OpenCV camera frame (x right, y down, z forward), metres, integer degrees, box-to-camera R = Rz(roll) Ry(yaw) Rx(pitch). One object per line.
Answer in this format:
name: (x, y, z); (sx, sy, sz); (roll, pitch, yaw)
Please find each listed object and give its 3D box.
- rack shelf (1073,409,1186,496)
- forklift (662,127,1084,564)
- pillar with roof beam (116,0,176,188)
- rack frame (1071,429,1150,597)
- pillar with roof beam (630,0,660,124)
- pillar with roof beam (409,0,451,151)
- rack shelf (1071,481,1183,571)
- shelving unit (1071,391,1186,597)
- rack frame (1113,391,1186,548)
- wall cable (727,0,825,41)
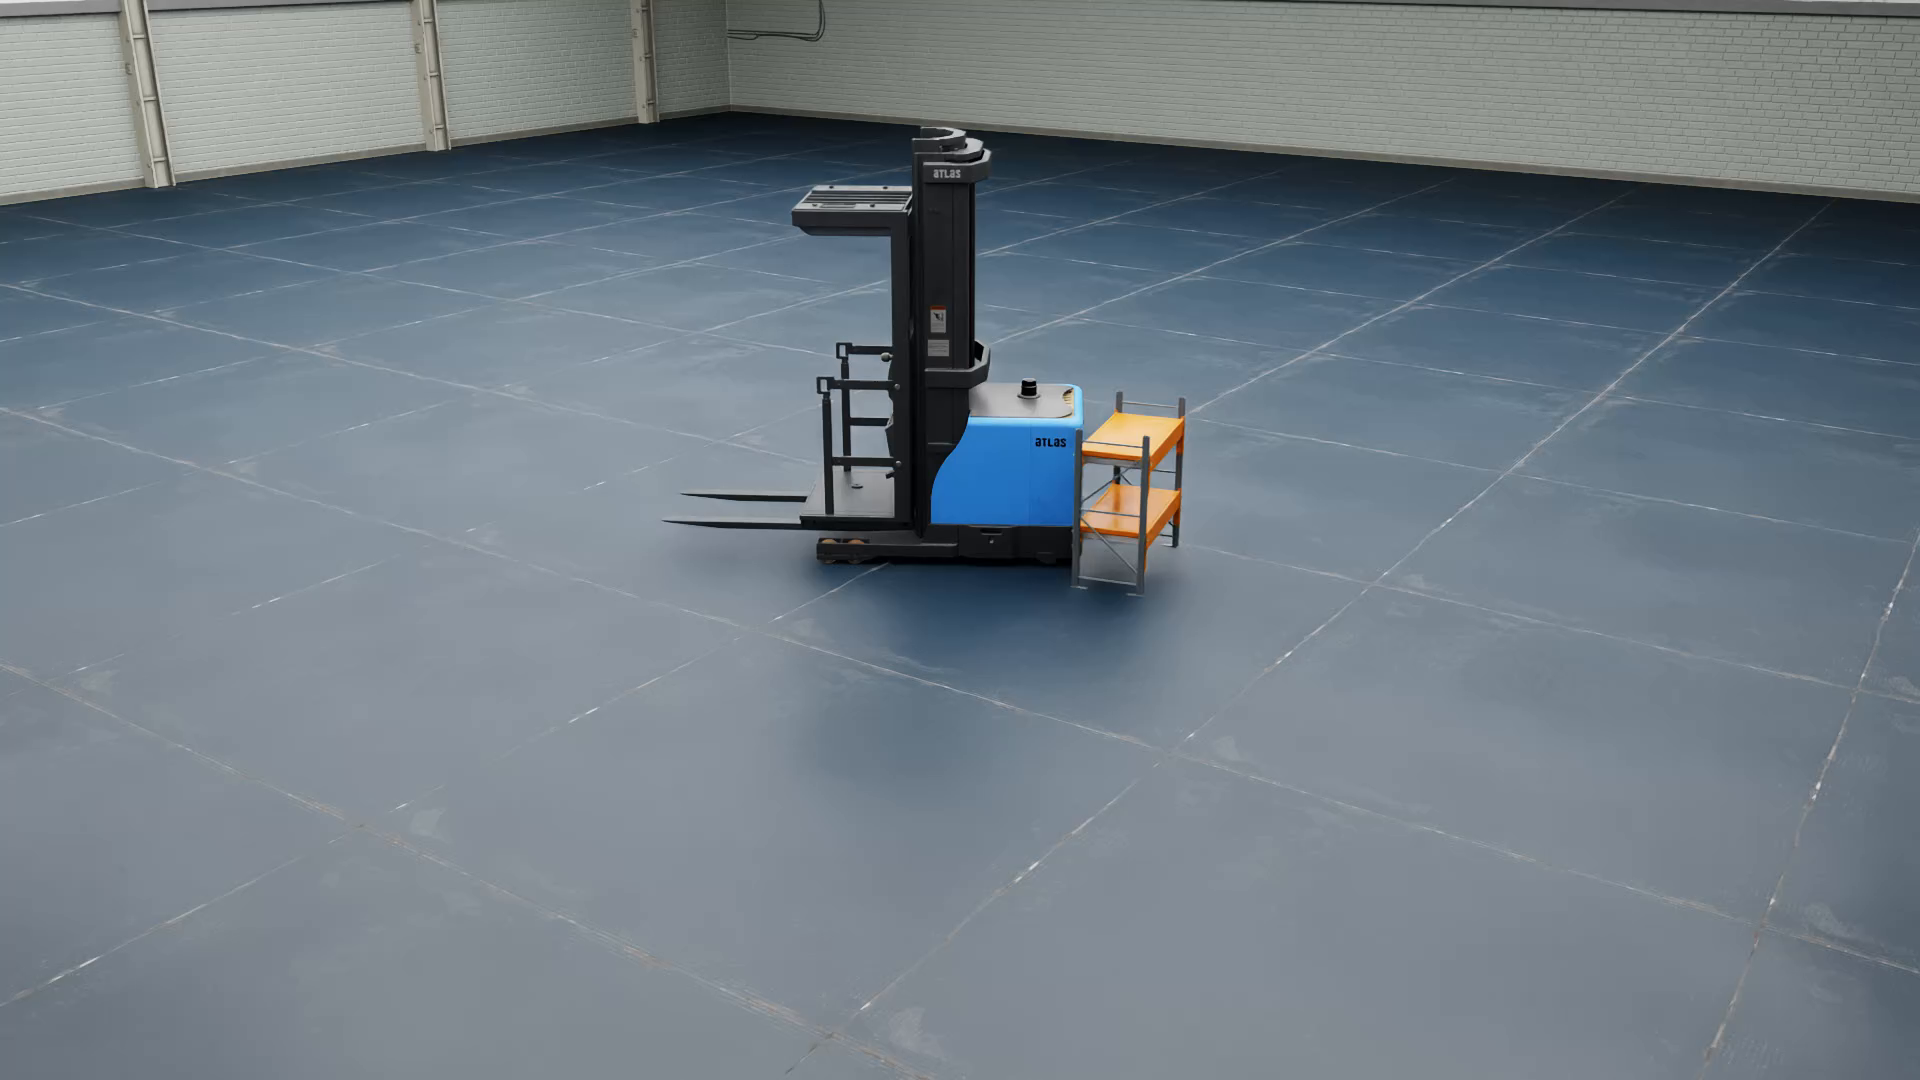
rack shelf: (1.180, -0.617, 11.467); (0.538, 0.278, 1.000); (7, 22, 19)
forklift: (-0.623, -1.389, 11.794); (3.031, 2.935, 1.130); (1, 20, 3)
pillar with roof beam: (-10.339, -9.539, 25.081); (9.100, 9.000, 0.400); (13, 24, 32)
rack frame: (1.003, -0.177, 11.121); (0.500, 1.125, 0.032); (7, 22, 19)
pillar with roof beam: (-3.593, -12.982, 34.389); (9.100, 9.000, 0.400); (13, 24, 32)
pillar with roof beam: (-6.966, -11.260, 29.735); (9.100, 9.000, 0.400); (13, 24, 32)
rack shelf: (1.180, -0.113, 11.653); (0.538, 0.278, 1.000); (7, 22, 19)
shelving unit: (1.180, -0.342, 11.568); (0.538, 1.125, 1.048); (7, 22, 19)
rack frame: (1.357, -0.507, 12.015); (0.500, 1.125, 0.032); (7, 22, 19)
wall cable: (-4.404, -12.952, 38.786); (3.097, 2.526, 0.112); (13, 24, 32)
